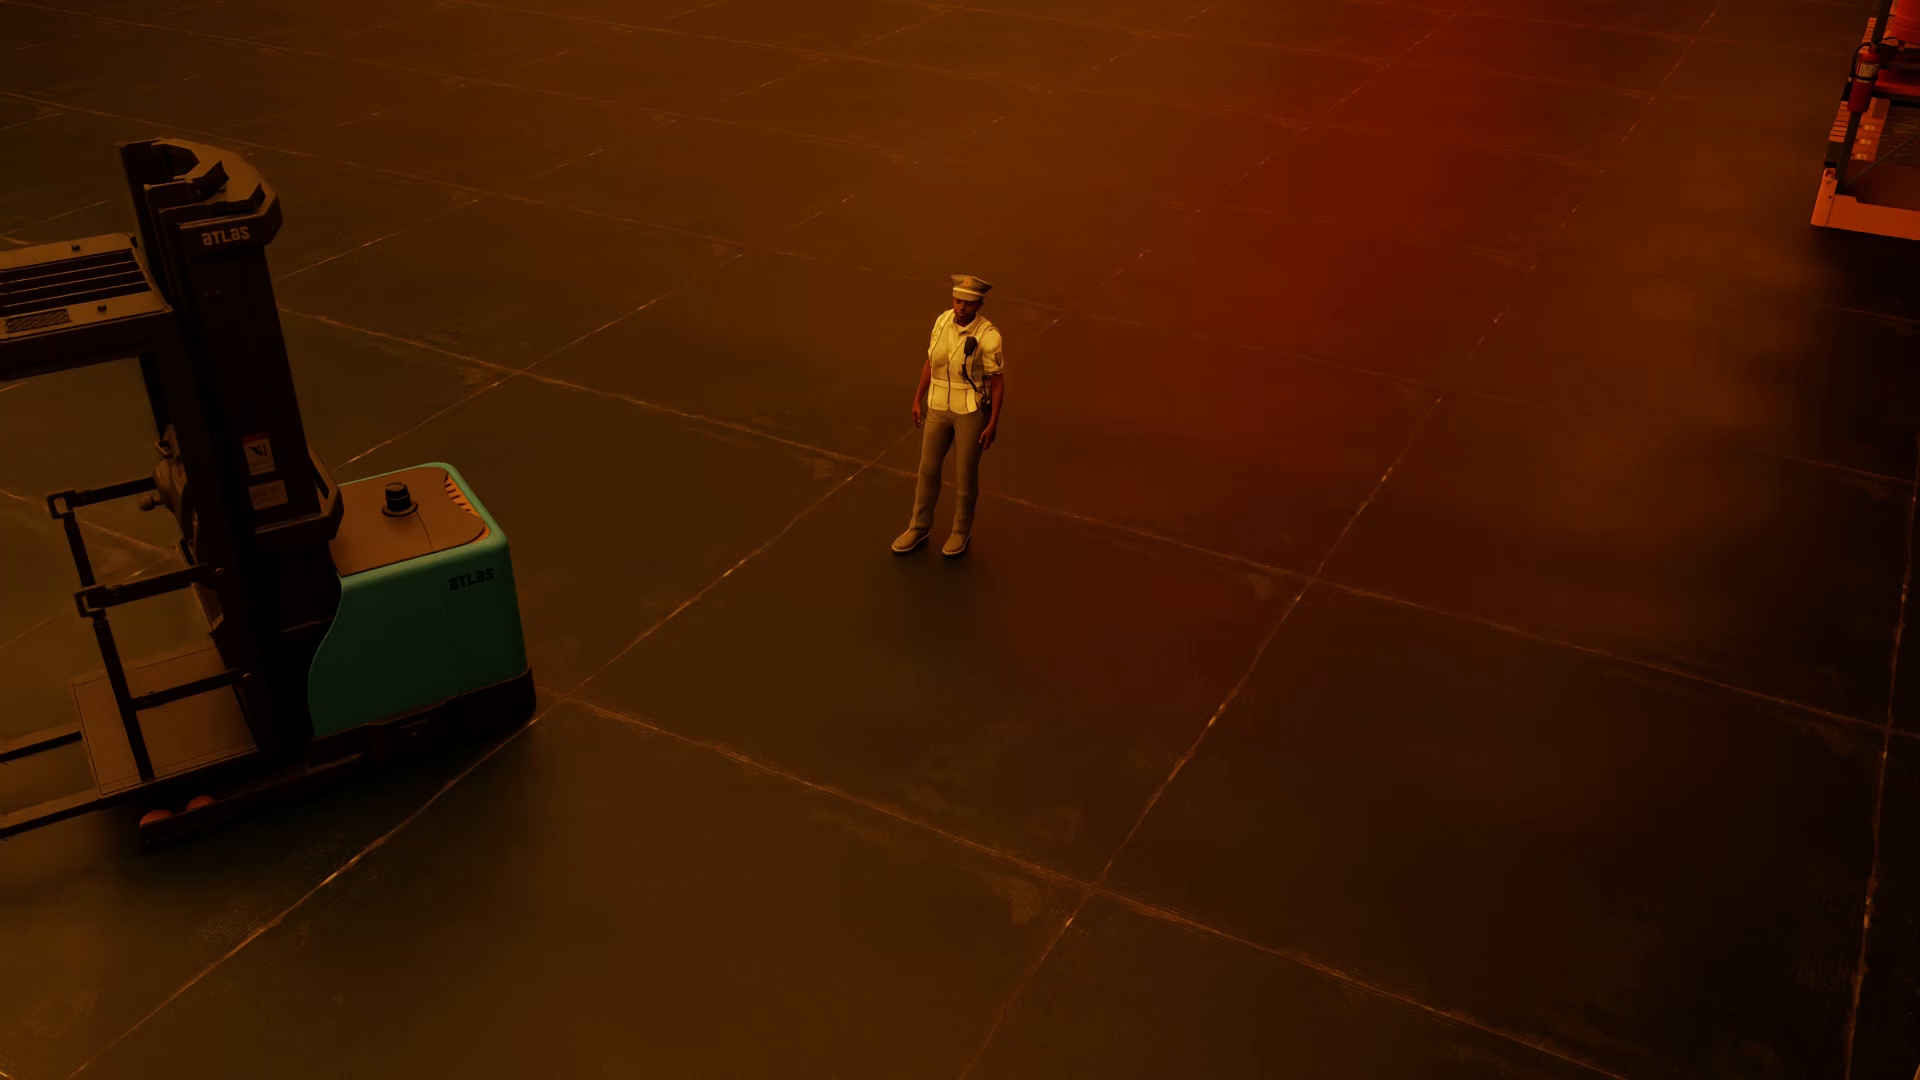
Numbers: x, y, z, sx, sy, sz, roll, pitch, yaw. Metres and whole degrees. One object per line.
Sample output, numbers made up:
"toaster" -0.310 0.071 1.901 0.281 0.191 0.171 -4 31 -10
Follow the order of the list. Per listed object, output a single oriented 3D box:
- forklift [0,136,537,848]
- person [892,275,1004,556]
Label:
"forklift" -3.666 -0.174 7.372 3.031 2.935 1.130 -17 34 -27
"person" -0.054 -0.712 9.527 0.569 1.694 0.530 15 33 25
